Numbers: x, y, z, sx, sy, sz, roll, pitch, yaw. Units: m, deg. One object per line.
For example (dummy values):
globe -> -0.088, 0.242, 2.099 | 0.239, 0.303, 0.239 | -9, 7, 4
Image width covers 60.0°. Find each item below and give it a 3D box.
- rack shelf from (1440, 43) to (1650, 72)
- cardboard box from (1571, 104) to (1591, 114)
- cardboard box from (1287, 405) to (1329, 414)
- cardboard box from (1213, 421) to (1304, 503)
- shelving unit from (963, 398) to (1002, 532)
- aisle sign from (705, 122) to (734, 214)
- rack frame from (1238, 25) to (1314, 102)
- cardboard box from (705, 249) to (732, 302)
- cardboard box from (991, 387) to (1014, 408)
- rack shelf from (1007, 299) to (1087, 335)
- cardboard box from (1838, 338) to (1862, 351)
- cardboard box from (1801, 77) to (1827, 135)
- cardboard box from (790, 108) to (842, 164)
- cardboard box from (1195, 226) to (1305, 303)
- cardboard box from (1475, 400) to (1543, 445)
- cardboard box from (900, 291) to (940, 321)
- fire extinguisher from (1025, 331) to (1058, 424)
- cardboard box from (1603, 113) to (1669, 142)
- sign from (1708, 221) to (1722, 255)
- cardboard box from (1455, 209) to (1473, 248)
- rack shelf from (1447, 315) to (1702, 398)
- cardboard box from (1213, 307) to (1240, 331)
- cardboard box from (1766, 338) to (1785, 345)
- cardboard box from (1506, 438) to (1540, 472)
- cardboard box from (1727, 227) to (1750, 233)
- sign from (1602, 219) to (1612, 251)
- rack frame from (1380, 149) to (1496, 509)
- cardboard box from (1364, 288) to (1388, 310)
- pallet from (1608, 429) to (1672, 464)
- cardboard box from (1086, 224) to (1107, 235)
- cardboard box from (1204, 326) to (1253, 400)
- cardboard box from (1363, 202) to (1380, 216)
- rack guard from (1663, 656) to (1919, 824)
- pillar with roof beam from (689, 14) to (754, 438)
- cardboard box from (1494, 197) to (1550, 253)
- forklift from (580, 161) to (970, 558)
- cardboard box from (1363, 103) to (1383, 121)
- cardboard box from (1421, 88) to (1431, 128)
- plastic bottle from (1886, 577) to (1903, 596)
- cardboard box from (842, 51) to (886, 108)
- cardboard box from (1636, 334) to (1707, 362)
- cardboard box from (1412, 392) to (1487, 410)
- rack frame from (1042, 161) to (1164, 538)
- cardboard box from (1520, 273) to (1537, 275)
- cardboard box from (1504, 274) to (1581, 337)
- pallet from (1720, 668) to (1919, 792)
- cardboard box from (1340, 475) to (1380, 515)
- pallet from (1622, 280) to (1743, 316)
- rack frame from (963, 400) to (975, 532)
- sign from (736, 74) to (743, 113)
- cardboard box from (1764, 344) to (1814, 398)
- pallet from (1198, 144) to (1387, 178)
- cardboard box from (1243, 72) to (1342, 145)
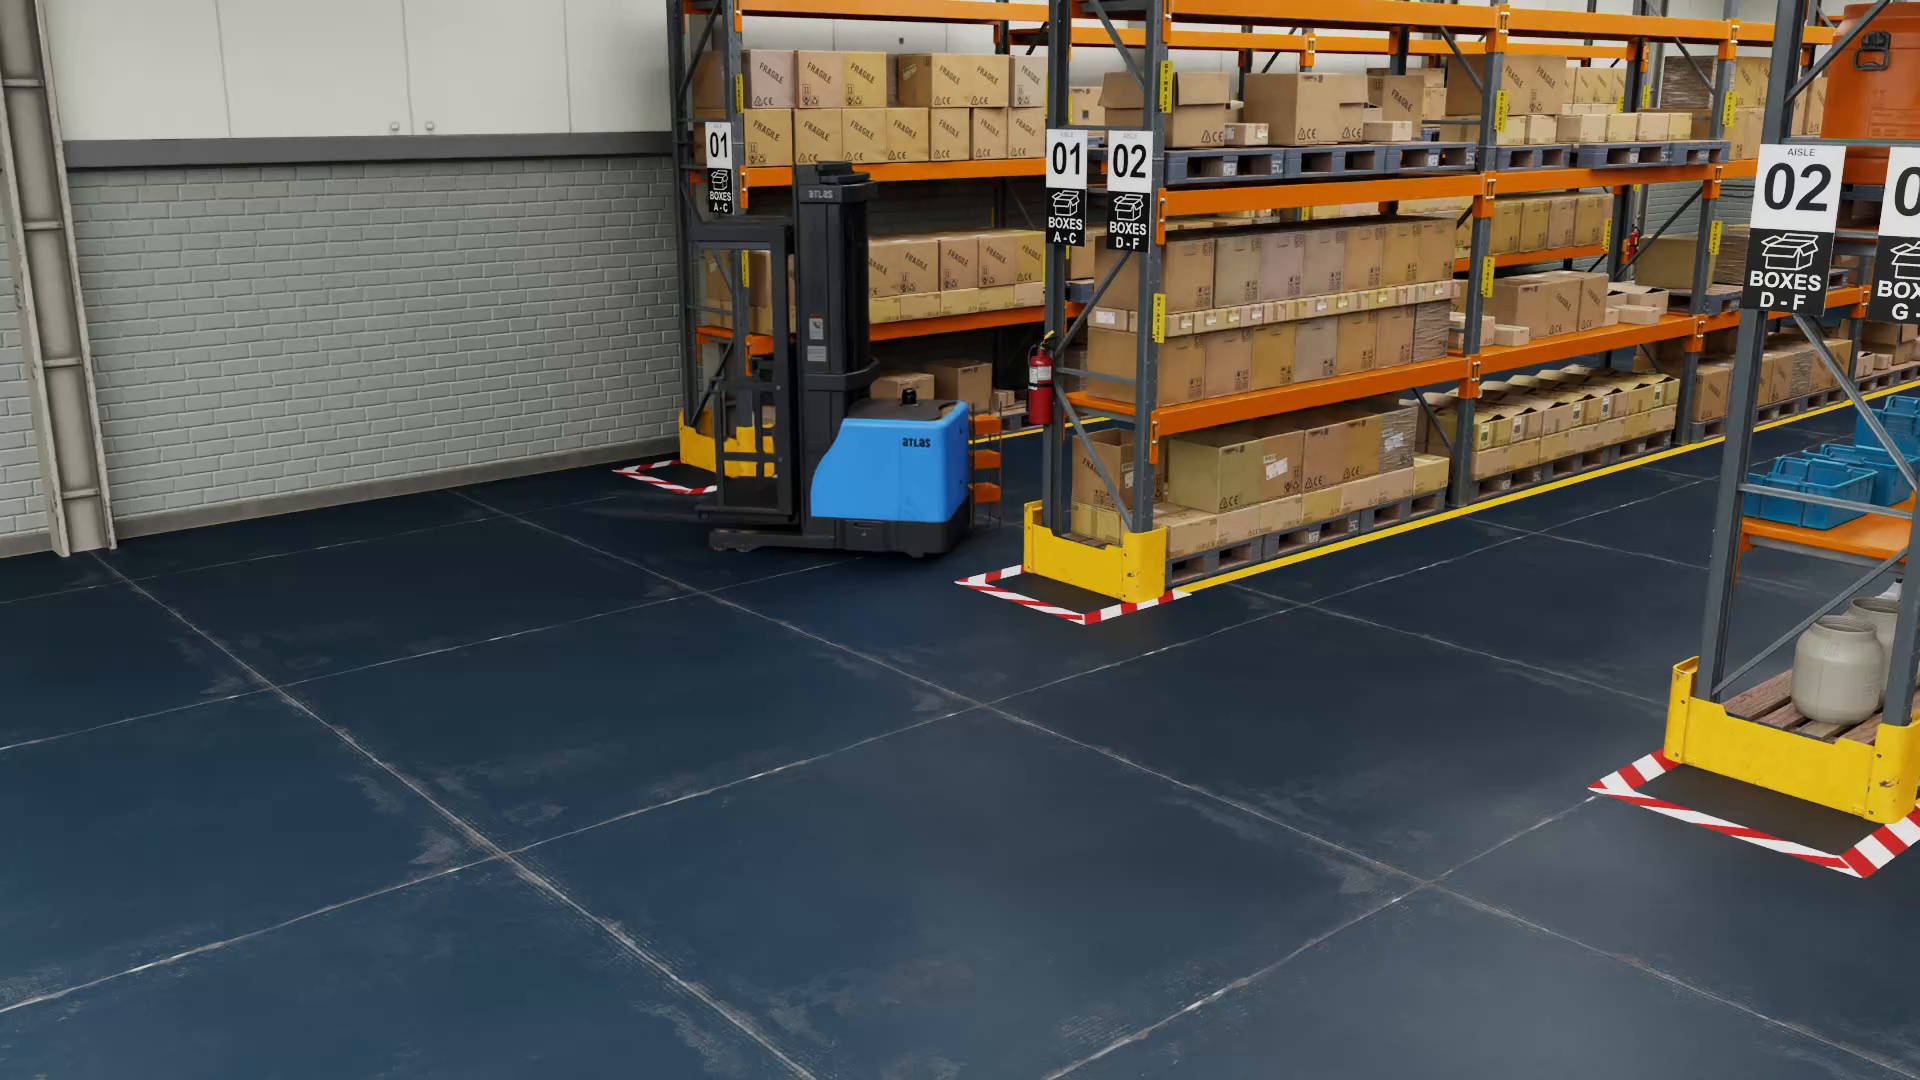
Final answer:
rack shelf -> 8.286, -6.840, 23.590 | 4.000, 0.370, 1.077 | -13, 19, -39
cardboard box -> 8.636, -6.096, 23.731 | 0.500, 0.250, 0.500 | -13, 20, -41
cardboard box -> 2.688, -0.875, 13.774 | 0.500, 0.500, 0.500 | -13, 19, -39
cardboard box -> 2.275, -0.604, 12.760 | 0.500, 0.500, 0.500 | -13, 19, -39
shelving unit -> 0.177, -0.610, 13.501 | 0.252, 1.050, 0.215 | -7, 17, -26
aisle sign -> -2.132, -3.297, 14.741 | 0.004, 0.787, 0.394 | -13, 19, -39
rack frame -> 3.760, -6.365, 19.641 | 0.127, 3.000, 1.000 | -13, 19, -39
cardboard box -> -2.059, -2.532, 15.715 | 0.500, 0.500, 0.500 | -13, 20, -40
cardboard box -> 0.359, -1.536, 17.826 | 0.380, 0.166, 0.250 | 13, 20, 40
rack shelf -> 2.251, -2.780, 19.239 | 4.000, 0.370, 1.077 | -13, 19, -39
cardboard box -> 10.842, -2.373, 20.678 | 0.500, 0.311, 0.500 | -13, 19, -39
cardboard box -> 9.115, -4.740, 18.170 | 0.600, 0.600, 0.600 | -13, 20, -40
cardboard box -> -1.430, -3.710, 15.283 | 0.500, 0.500, 0.500 | -11, 19, -36
cardboard box -> 2.153, -2.084, 12.531 | 0.500, 0.500, 0.700 | -13, 19, -39
cardboard box -> 4.854, -1.076, 14.892 | 0.500, 0.311, 0.500 | -13, 20, -40
cardboard box -> -0.545, -2.330, 16.413 | 0.500, 0.250, 0.500 | -12, 19, -39
fire extinguisher -> 0.586, -1.180, 12.007 | 0.183, 0.674, 0.296 | -13, 19, -39
cardboard box -> 6.326, -3.902, 15.710 | 0.500, 0.250, 0.500 | -12, 19, -38
sign -> 7.382, -2.955, 16.255 | 0.005, 0.325, 0.100 | -13, 19, -39
cardboard box -> 6.595, -4.218, 22.421 | 0.500, 0.500, 0.500 | -13, 20, -40
rack shelf -> 5.506, -1.816, 15.631 | 4.000, 0.370, 1.077 | -13, 19, -39
cardboard box -> 1.804, -1.621, 12.055 | 0.250, 0.149, 0.380 | -13, 19, -39
cardboard box -> 9.112, -2.058, 19.134 | 0.500, 0.500, 0.500 | -12, 19, -39
cardboard box -> 4.851, -0.806, 14.969 | 0.500, 0.250, 0.500 | -12, 19, -38
cardboard box -> 8.740, -3.120, 18.111 | 0.700, 0.500, 0.500 | 10, 18, 33
sign -> 6.651, -3.128, 17.057 | 0.005, 0.325, 0.100 | -13, 19, -39
rack frame -> 3.997, -1.825, 14.270 | 0.127, 3.000, 1.000 | -13, 19, -39
cardboard box -> 3.164, -1.927, 13.201 | 0.250, 0.149, 0.380 | -13, 20, -40
pallet -> 6.368, -1.024, 16.673 | 1.213, 0.211, 1.003 | -13, 19, -39
cardboard box -> 1.575, -3.222, 18.455 | 0.500, 0.500, 0.700 | -10, 18, -34
cardboard box -> 1.733, -1.362, 12.344 | 0.500, 0.500, 0.700 | -12, 19, -38
cardboard box -> 5.051, -4.234, 21.026 | 0.500, 0.250, 0.500 | -12, 19, -39
rack guard -> 4.255, 1.003, 8.526 | 0.348, 0.500, 1.175 | -13, 19, -39
pillar with roof beam -> 0.511, -4.458, 12.504 | 0.400, 9.000, 9.100 | -13, 19, -39
cardboard box -> 7.752, -4.500, 23.704 | 0.700, 0.700, 0.980 | -13, 20, -41
forklift -> -1.489, -1.447, 12.989 | 3.031, 2.935, 1.130 | 3, 15, 10
cardboard box -> 3.037, -3.376, 13.352 | 0.500, 0.311, 0.500 | -14, 20, -42
cardboard box -> 5.664, -5.619, 21.617 | 0.500, 0.500, 0.700 | -13, 20, -40
plastic bottle -> 5.761, 0.399, 10.226 | 0.185, 0.351, 0.144 | -12, 19, -37
cardboard box -> -1.034, -4.283, 15.491 | 0.500, 0.500, 0.500 | -12, 19, -38
cardboard box -> 7.606, -2.084, 17.779 | 0.500, 0.250, 0.500 | -12, 19, -37
cardboard box -> 4.503, -1.184, 15.299 | 0.500, 0.311, 0.500 | -12, 19, -38
rack frame -> 0.980, -1.147, 11.733 | 0.127, 3.000, 1.000 | -13, 19, -39
cardboard box -> 8.534, -3.881, 24.739 | 0.250, 0.149, 0.380 | -12, 19, -39
cardboard box -> 5.362, -2.174, 15.384 | 0.500, 0.500, 0.500 | -13, 19, -39
pallet -> 4.871, 1.006, 9.074 | 1.213, 0.211, 1.003 | -13, 19, -39
cardboard box -> 3.040, -0.408, 13.479 | 0.500, 0.250, 0.500 | -13, 19, -39
pallet -> 7.480, -2.538, 17.313 | 1.003, 0.211, 1.213 | -13, 19, -39
rack frame -> 0.068, -0.596, 13.448 | 0.008, 1.050, 0.200 | -7, 17, -26
sign -> -1.919, -3.877, 14.446 | 0.005, 0.325, 0.100 | -13, 19, -39
cardboard box -> 9.091, -1.879, 18.462 | 0.500, 0.500, 0.500 | -12, 19, -39
pallet -> 2.451, -2.876, 12.565 | 1.213, 0.211, 1.003 | -13, 19, -39
cardboard box -> 2.412, -3.144, 12.115 | 0.500, 0.500, 0.500 | -13, 19, -39
